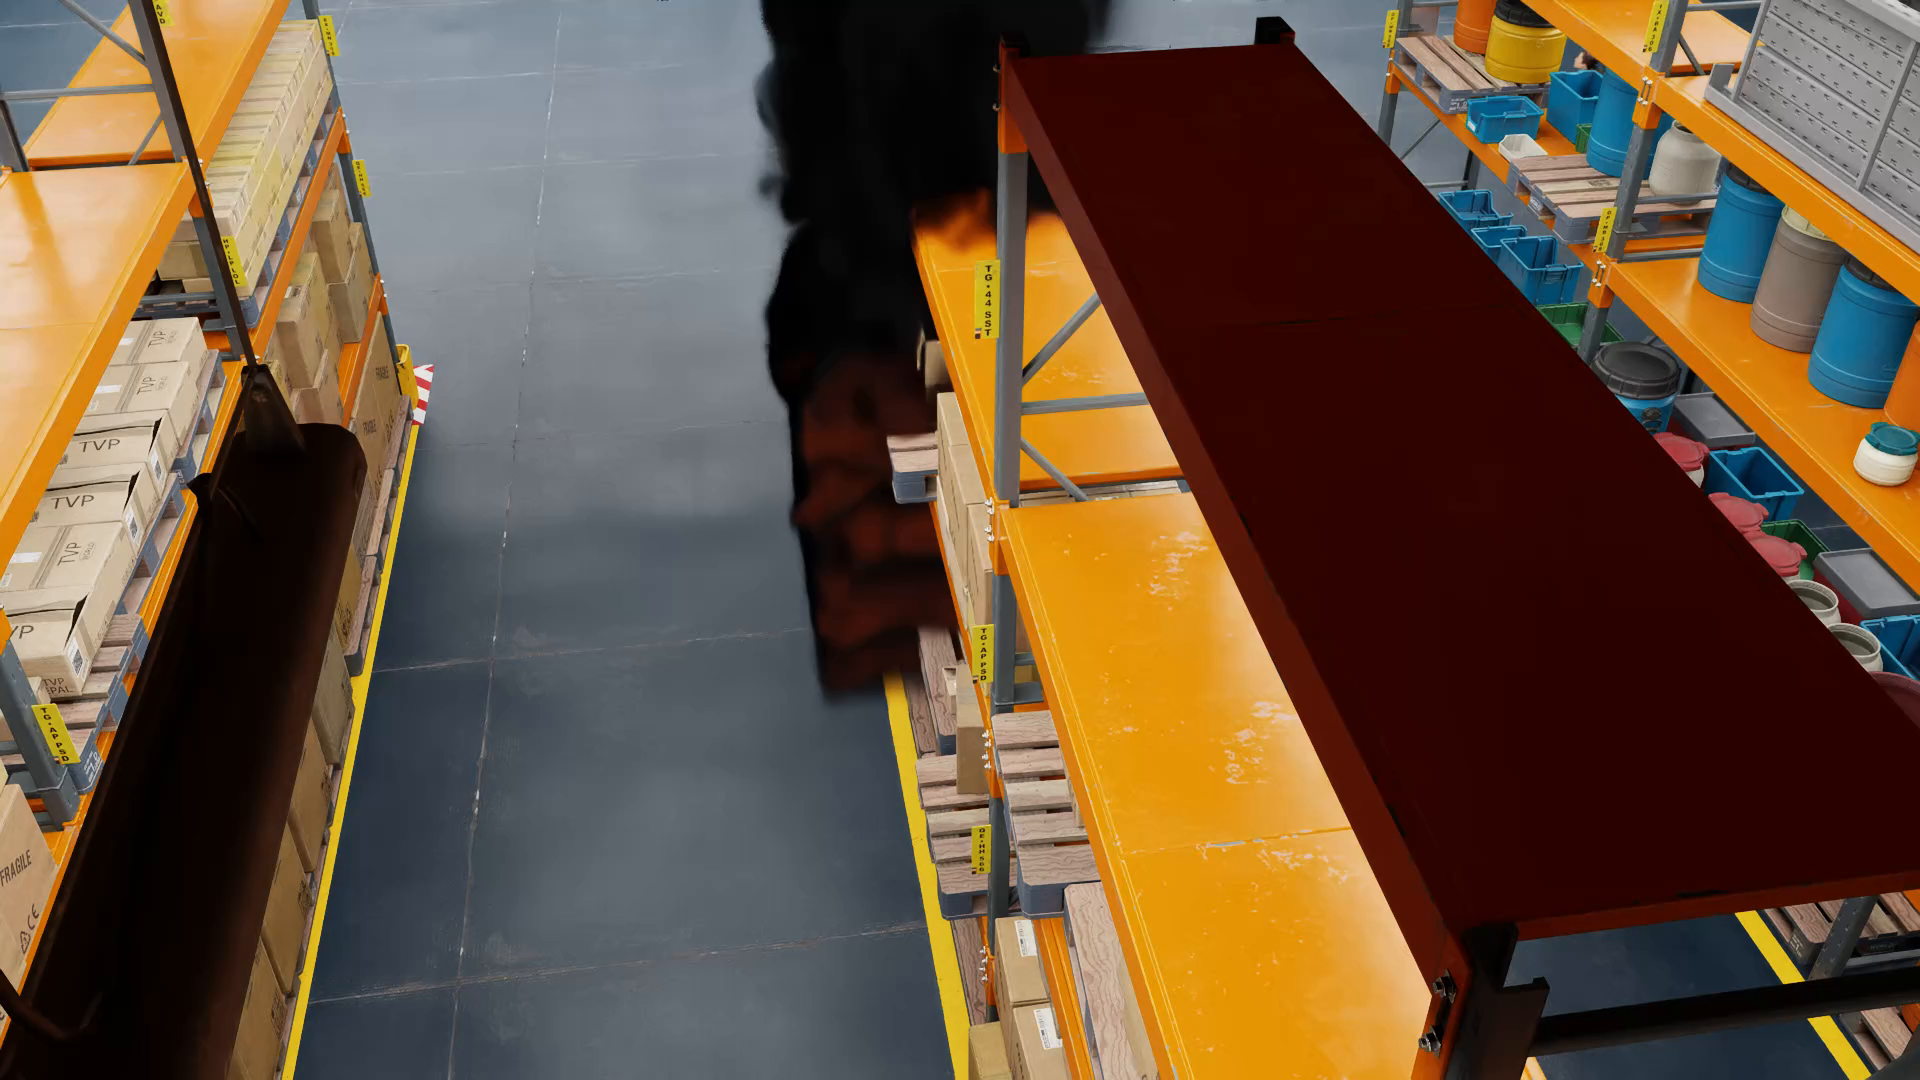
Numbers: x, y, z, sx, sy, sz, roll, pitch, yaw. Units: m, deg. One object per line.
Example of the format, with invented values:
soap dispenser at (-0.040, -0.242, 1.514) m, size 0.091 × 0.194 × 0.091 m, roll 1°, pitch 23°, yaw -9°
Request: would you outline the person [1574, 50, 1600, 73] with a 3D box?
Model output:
person at (6.795, -4.506, 18.181) m, size 0.914 × 1.707 × 0.575 m, roll 15°, pitch 39°, yaw 19°
